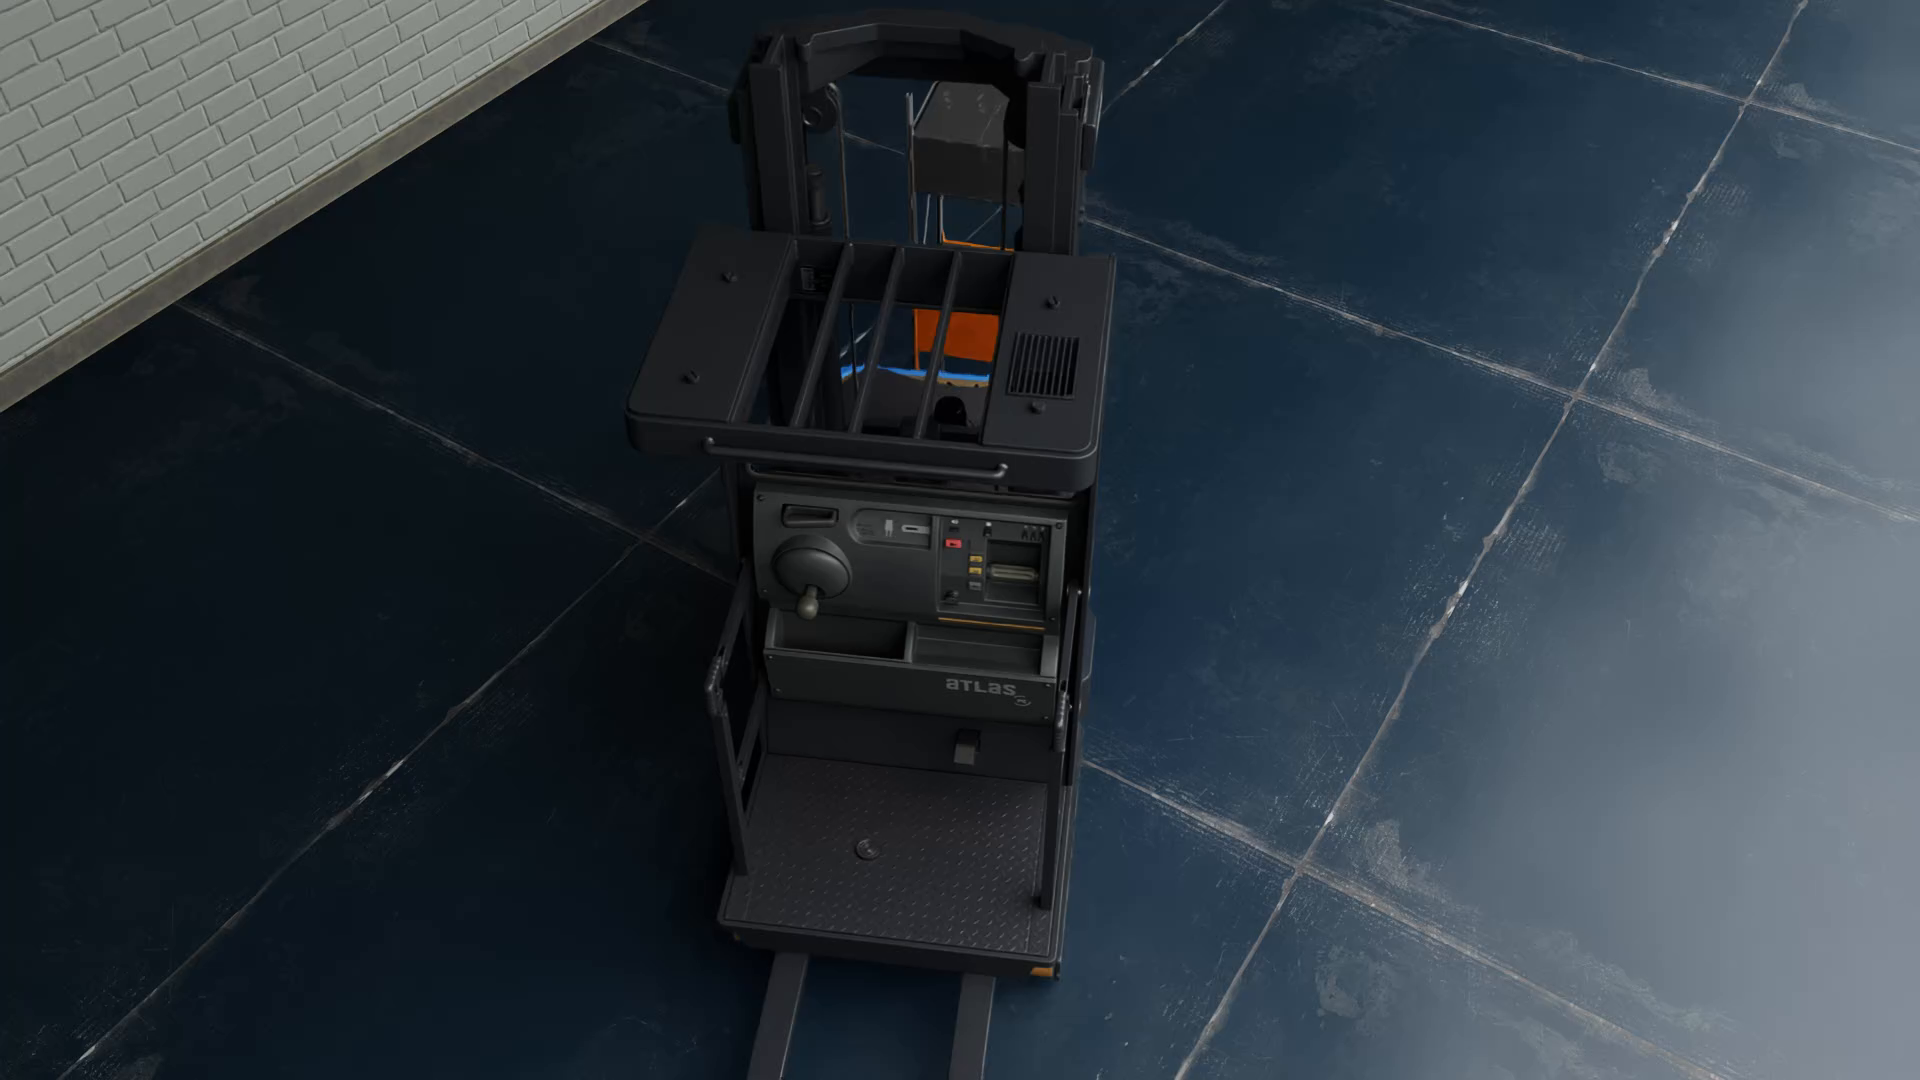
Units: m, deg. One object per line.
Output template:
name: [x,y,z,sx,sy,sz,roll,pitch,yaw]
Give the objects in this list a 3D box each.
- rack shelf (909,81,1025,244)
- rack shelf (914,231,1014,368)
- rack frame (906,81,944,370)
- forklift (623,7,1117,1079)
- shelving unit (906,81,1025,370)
rack shelf: [0.114,-1.296,5.810,0.480,0.518,0.431,10,47,10]
rack shelf: [0.114,-0.808,6.312,0.480,0.518,0.431,10,47,10]
rack frame: [-0.122,-0.861,6.344,0.015,2.100,0.400,10,47,10]
forklift: [-0.179,0.159,4.774,1.130,2.935,3.031,5,46,5]
shelving unit: [0.114,-0.817,6.302,0.503,2.100,0.431,10,47,10]
